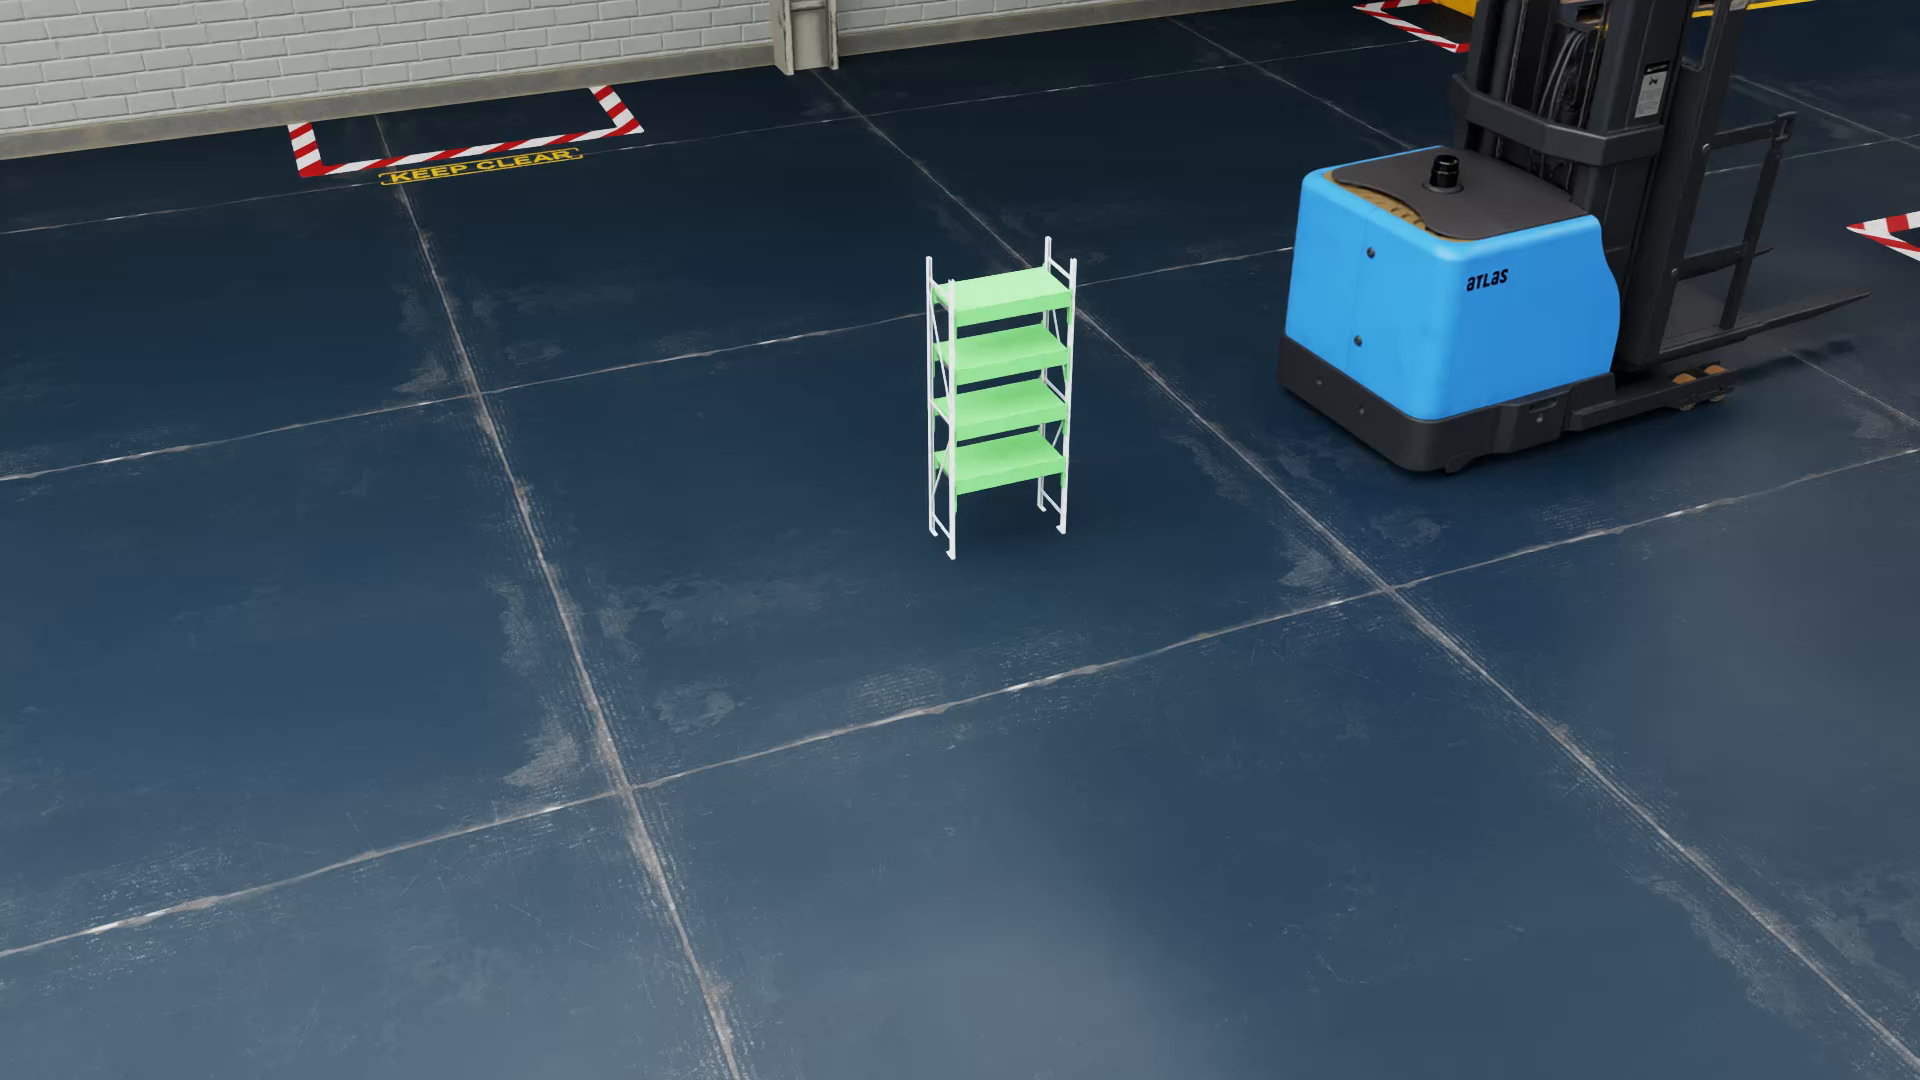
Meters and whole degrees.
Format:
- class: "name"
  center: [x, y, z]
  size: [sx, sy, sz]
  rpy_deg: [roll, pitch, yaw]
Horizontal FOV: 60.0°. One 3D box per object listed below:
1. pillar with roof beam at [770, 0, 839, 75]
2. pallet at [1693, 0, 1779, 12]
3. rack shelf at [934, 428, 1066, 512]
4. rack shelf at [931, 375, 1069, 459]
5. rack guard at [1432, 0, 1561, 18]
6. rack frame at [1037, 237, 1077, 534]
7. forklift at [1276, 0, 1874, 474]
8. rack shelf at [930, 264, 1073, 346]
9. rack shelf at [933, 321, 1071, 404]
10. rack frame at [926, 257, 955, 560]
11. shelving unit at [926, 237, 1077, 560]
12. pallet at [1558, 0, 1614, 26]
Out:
- class: "pillar with roof beam"
  center: [0.556, -5.032, 6.232]
  size: [0.400, 9.000, 9.100]
  rpy_deg: [-13, 35, -19]
- class: "pallet"
  center: [6.067, -4.622, 13.660]
  size: [1.213, 0.211, 1.003]
  rpy_deg: [-13, 35, -19]
- class: "rack shelf"
  center: [0.153, -0.283, 6.642]
  size: [0.480, 0.148, 0.258]
  rpy_deg: [-13, 35, -19]
- class: "rack shelf"
  center: [0.153, -0.484, 6.511]
  size: [0.480, 0.148, 0.258]
  rpy_deg: [-13, 35, -19]
- class: "rack guard"
  center: [4.182, -4.334, 12.953]
  size: [0.348, 0.500, 1.175]
  rpy_deg: [-13, 35, -19]
- class: "rack frame"
  center: [0.378, -0.589, 6.556]
  size: [0.015, 1.200, 0.240]
  rpy_deg: [-13, 35, -19]
- class: "forklift"
  center: [3.030, -2.066, 7.238]
  size: [3.031, 2.935, 1.130]
  rpy_deg: [-15, 36, -22]
- class: "rack shelf"
  center: [0.153, -0.887, 6.250]
  size: [0.480, 0.148, 0.258]
  rpy_deg: [-13, 35, -19]
- class: "rack shelf"
  center: [0.153, -0.685, 6.380]
  size: [0.480, 0.148, 0.258]
  rpy_deg: [-13, 35, -19]
- class: "rack frame"
  center: [-0.072, -0.486, 6.397]
  size: [0.015, 1.200, 0.240]
  rpy_deg: [-13, 35, -19]
- class: "shelving unit"
  center: [0.153, -0.538, 6.476]
  size: [0.503, 1.200, 0.258]
  rpy_deg: [-13, 35, -19]
- class: "pallet"
  center: [4.944, -4.367, 13.268]
  size: [1.213, 0.211, 1.003]
  rpy_deg: [-13, 35, -19]
